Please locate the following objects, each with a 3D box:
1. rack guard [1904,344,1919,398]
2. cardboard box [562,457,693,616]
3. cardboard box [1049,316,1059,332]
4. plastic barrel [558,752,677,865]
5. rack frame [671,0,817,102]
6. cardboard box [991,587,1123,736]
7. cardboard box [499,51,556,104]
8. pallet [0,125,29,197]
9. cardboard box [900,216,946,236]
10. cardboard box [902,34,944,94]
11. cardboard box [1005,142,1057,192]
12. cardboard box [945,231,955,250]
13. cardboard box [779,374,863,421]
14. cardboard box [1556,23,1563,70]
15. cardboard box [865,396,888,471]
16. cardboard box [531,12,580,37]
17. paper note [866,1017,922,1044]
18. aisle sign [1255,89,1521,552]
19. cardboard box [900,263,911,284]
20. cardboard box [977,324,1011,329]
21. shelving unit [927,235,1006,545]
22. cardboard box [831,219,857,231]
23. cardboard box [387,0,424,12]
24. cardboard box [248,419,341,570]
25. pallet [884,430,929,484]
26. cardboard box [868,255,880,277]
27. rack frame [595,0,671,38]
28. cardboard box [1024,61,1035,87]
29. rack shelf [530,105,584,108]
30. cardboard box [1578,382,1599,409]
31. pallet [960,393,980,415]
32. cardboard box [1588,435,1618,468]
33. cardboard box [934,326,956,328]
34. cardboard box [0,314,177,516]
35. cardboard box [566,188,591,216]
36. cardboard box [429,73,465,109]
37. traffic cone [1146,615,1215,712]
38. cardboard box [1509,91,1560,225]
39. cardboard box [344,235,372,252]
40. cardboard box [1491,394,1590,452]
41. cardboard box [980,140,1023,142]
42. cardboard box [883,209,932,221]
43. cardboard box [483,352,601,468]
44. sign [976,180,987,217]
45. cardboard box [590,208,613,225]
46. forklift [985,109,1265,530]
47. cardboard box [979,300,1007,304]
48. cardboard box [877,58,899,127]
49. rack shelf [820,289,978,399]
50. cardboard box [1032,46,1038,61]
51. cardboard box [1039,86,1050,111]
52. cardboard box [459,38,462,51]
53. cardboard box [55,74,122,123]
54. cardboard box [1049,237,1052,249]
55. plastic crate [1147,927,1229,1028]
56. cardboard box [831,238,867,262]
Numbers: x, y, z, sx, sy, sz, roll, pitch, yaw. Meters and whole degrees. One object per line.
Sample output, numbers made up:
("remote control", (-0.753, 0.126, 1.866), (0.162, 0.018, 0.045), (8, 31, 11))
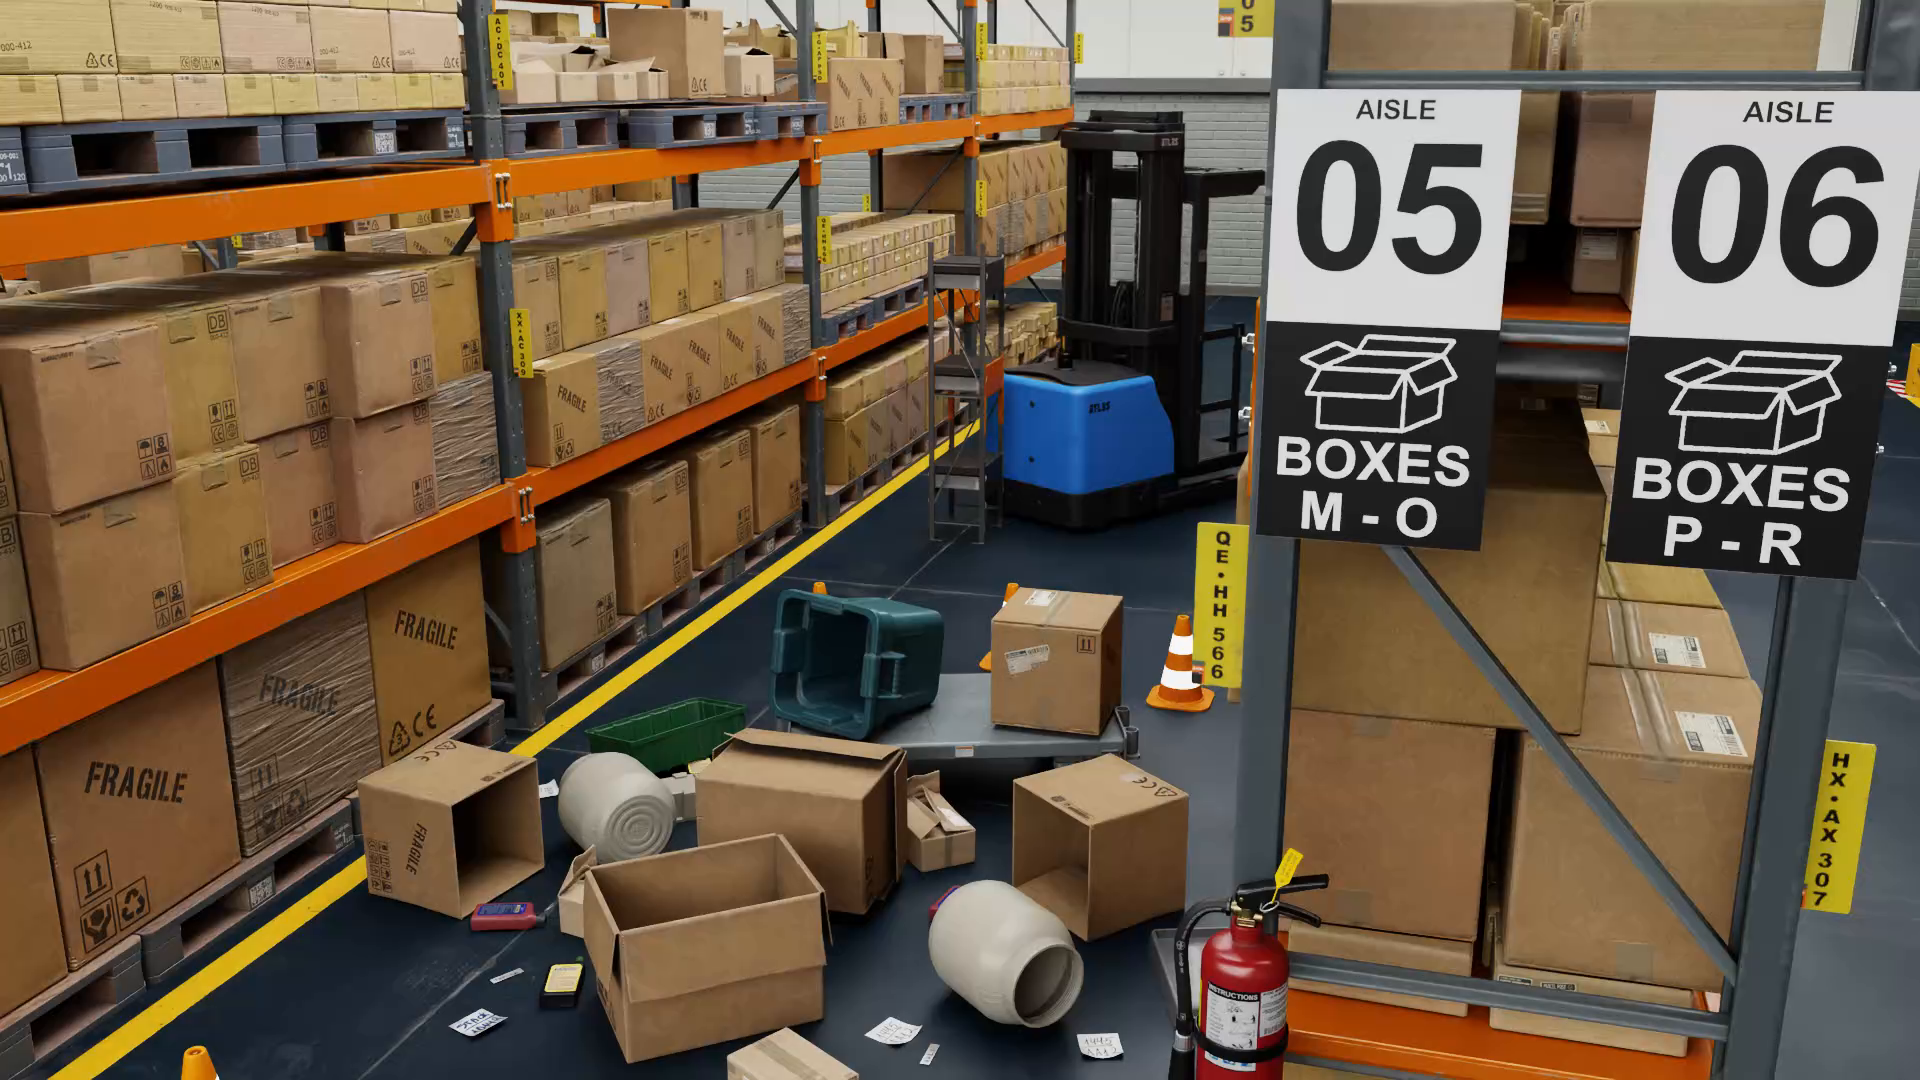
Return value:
("rack guard", (10.311, -1.696, 16.892), (1.175, 0.500, 0.348), (5, 16, 16))
("cardboard box", (-2.244, -0.061, 9.901), (1.050, 0.750, 0.750), (5, 16, 16))
("cardboard box", (0.922, -2.473, 18.961), (0.380, 0.149, 0.250), (4, 16, 14))
("plastic barrel", (-1.464, 1.135, 7.051), (0.421, 0.421, 0.512), (-10, 19, -32))
("rack frame", (-1.476, -4.453, 11.037), (1.000, 3.000, 0.127), (5, 16, 16))
("cardboard box", (0.447, 0.545, 7.602), (0.500, 0.500, 0.500), (5, 16, 16))
("cardboard box", (-2.201, -2.287, 8.192), (0.258, 0.266, 0.396), (4, 16, 15))
("pallet", (-3.548, -1.069, 4.766), (1.003, 0.211, 1.213), (5, 16, 16))
("cardboard box", (-0.341, -2.790, 14.769), (0.380, 0.149, 0.250), (4, 16, 14))
("cardboard box", (-0.552, -4.216, 14.745), (0.700, 0.500, 0.500), (5, 16, 16))
("cardboard box", (0.762, -4.060, 18.086), (0.500, 0.500, 0.500), (4, 16, 14))
("cardboard box", (-0.263, -2.718, 15.060), (0.380, 0.149, 0.250), (5, 17, 18))
("cardboard box", (-1.047, -1.088, 12.607), (0.500, 0.250, 0.500), (4, 16, 13))
("cardboard box", (1.785, -1.295, 4.399), (0.380, 0.149, 0.250), (5, 17, 17))
("cardboard box", (-0.890, -0.863, 13.186), (0.500, 0.500, 0.500), (5, 17, 17))
("cardboard box", (-4.512, -5.645, 18.227), (0.500, 0.250, 0.500), (4, 16, 14))
("paper note", (-0.229, 1.706, 5.781), (0.148, 0.019, 0.142), (11, 19, 35))
("aisle sign", (0.730, -0.373, 2.883), (0.394, 0.787, 0.004), (5, 16, 16))
("cardboard box", (-0.629, -2.234, 13.899), (0.380, 0.149, 0.250), (5, 17, 18))
("cardboard box", (0.319, -2.149, 17.274), (0.380, 0.149, 0.250), (4, 16, 14))
("shelving unit", (0.047, -1.053, 11.696), (0.431, 2.100, 0.503), (5, 16, 16))
("cardboard box", (-1.114, -2.708, 14.479), (0.380, 0.149, 0.250), (4, 16, 15))
("cardboard box", (-2.483, -2.289, 6.953), (0.380, 0.149, 0.250), (5, 16, 16))
("cardboard box", (-3.107, -0.217, 6.822), (0.875, 0.550, 0.550), (5, 16, 16))
("pallet", (-0.903, -0.747, 14.078), (1.003, 0.211, 1.213), (5, 16, 16))
("cardboard box", (-0.855, -2.174, 13.143), (0.380, 0.149, 0.250), (5, 16, 16))
("rack frame", (-3.929, -6.957, 19.865), (1.000, 3.000, 0.127), (5, 16, 16))
("cardboard box", (0.464, -4.732, 16.877), (0.500, 0.250, 0.500), (4, 16, 13))
("rack shelf", (-4.497, -4.644, 18.528), (1.077, 0.370, 4.000), (5, 16, 16))
("cardboard box", (2.571, -0.656, 7.148), (0.500, 0.500, 0.500), (5, 17, 17))
("pallet", (-0.182, -1.450, 16.554), (1.003, 0.211, 1.213), (5, 16, 16))
("cardboard box", (2.135, -0.083, 5.897), (0.500, 0.500, 0.500), (5, 17, 18))
("cardboard box", (-0.252, -2.118, 17.166), (0.380, 0.149, 0.250), (4, 16, 13))
("cardboard box", (-3.249, -0.446, 5.652), (0.875, 0.550, 0.550), (5, 16, 16))
("cardboard box", (-4.394, -3.826, 18.177), (0.500, 0.500, 0.500), (4, 16, 14))
("cardboard box", (-2.409, -1.972, 7.296), (0.380, 0.149, 0.250), (5, 16, 16))
("traffic cone", (1.173, 0.625, 8.778), (0.336, 0.463, 0.334), (5, 16, 16))
("cardboard box", (0.913, -0.785, 3.332), (0.500, 0.250, 0.500), (4, 16, 15))
("cardboard box", (-5.517, -2.401, 14.615), (0.500, 0.500, 0.500), (4, 16, 15))
("cardboard box", (1.113, -0.071, 4.021), (0.700, 0.500, 0.500), (5, 17, 16))
("cardboard box", (0.416, -4.235, 18.702), (0.500, 0.500, 0.500), (5, 16, 16))
("cardboard box", (-0.472, -2.953, 16.014), (0.500, 0.500, 0.500), (5, 16, 16))
("cardboard box", (-2.205, -0.685, 8.564), (0.500, 0.500, 0.500), (5, 17, 16))
("sign", (0.194, -3.128, 15.238), (0.100, 0.325, 0.005), (5, 16, 16))
("cardboard box", (-4.245, -3.592, 18.725), (0.500, 0.250, 0.500), (5, 16, 16))
("forklift", (1.595, -1.802, 12.812), (3.031, 2.935, 1.130), (-14, 21, -40))
("cardboard box", (0.323, -2.665, 19.094), (0.380, 0.149, 0.250), (4, 16, 13))
("cardboard box", (-0.786, -3.449, 12.812), (0.500, 0.500, 0.500), (5, 16, 16))
("rack shelf", (-0.907, -1.744, 13.798), (1.077, 0.370, 4.000), (5, 16, 16))
("cardboard box", (0.591, -5.020, 17.163), (0.380, 0.149, 0.250), (5, 17, 17))
("cardboard box", (0.631, -4.628, 17.427), (0.500, 0.250, 0.500), (5, 17, 18))
("cardboard box", (-5.221, -4.565, 15.976), (0.700, 0.500, 0.500), (5, 17, 17))
("cardboard box", (-2.986, -1.441, 5.423), (0.380, 0.149, 0.250), (5, 16, 15))
("cardboard box", (0.813, -3.303, 18.436), (0.380, 0.149, 0.250), (4, 16, 15))
("plastic crate", (0.930, 1.589, 6.080), (0.402, 0.080, 0.583), (-1, 16, -3))
("cardboard box", (-0.935, -2.243, 12.842), (0.380, 0.149, 0.250), (4, 16, 14))
